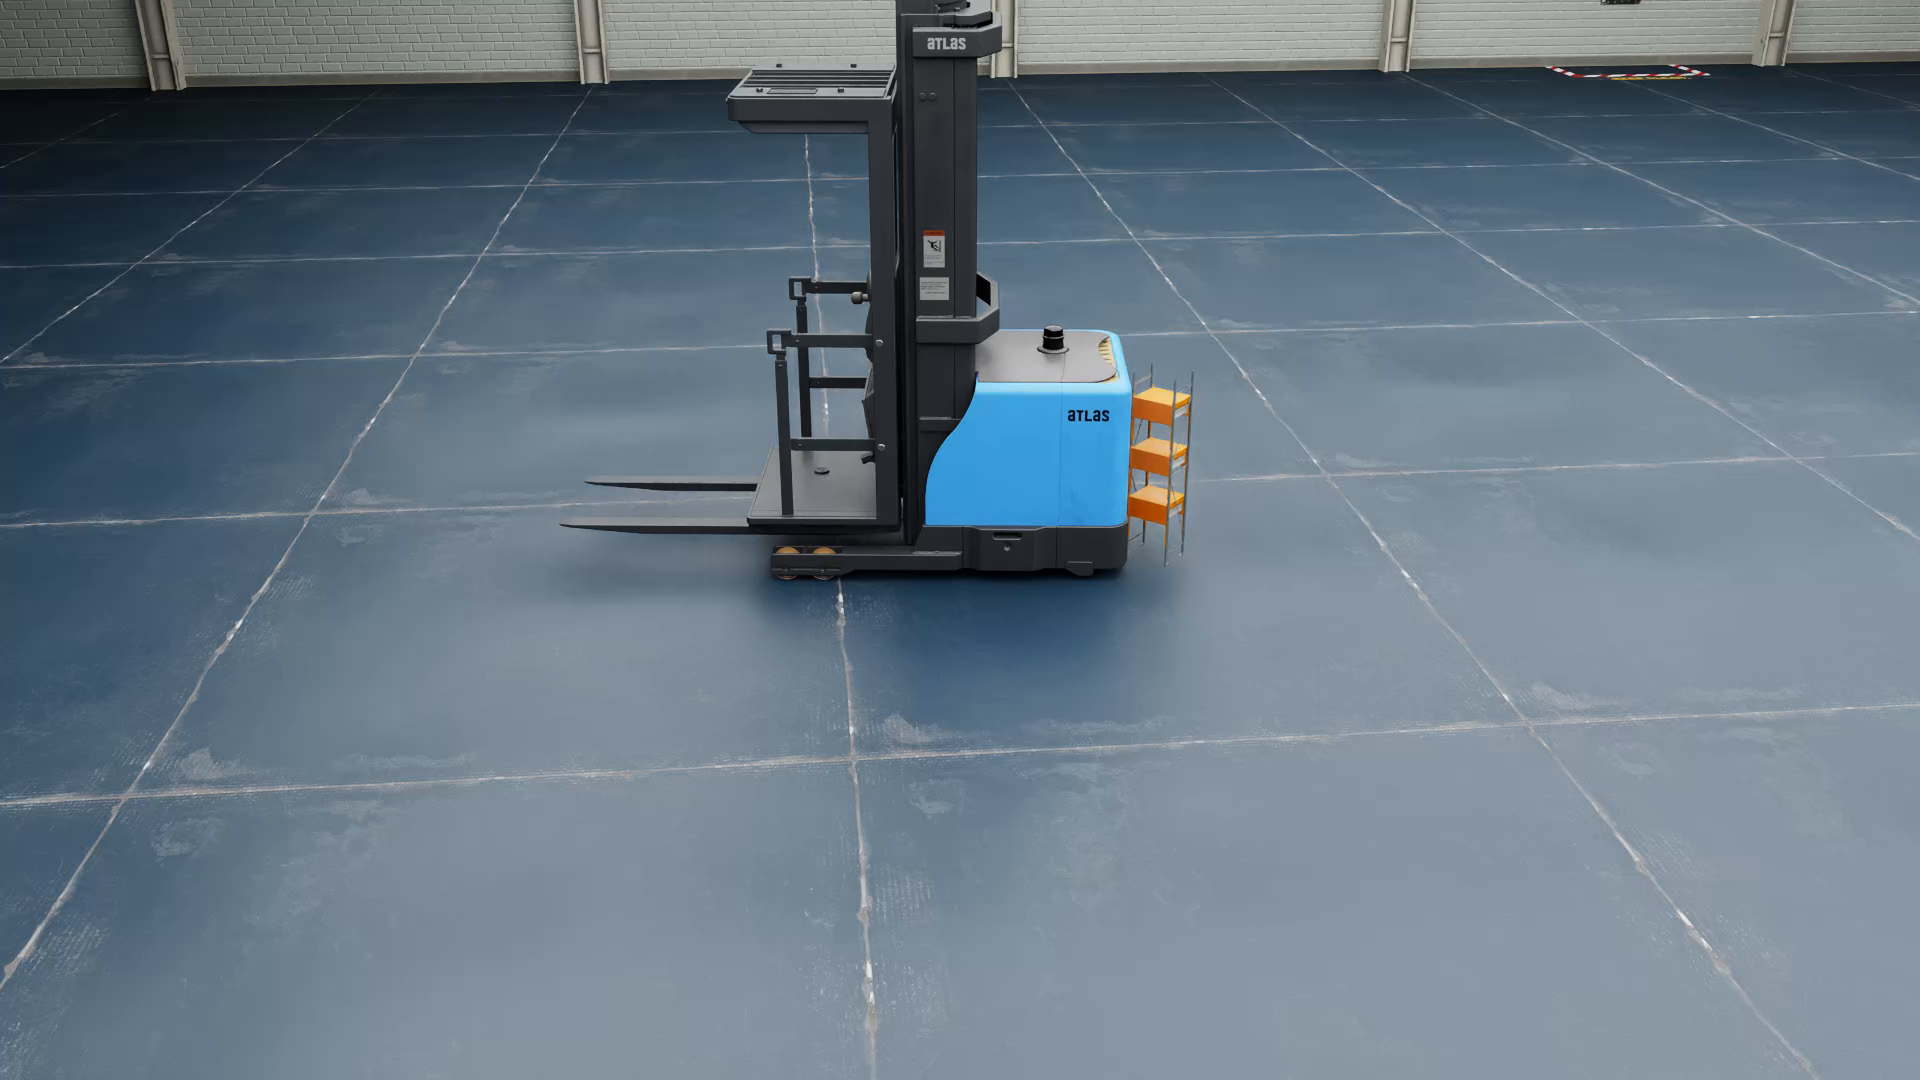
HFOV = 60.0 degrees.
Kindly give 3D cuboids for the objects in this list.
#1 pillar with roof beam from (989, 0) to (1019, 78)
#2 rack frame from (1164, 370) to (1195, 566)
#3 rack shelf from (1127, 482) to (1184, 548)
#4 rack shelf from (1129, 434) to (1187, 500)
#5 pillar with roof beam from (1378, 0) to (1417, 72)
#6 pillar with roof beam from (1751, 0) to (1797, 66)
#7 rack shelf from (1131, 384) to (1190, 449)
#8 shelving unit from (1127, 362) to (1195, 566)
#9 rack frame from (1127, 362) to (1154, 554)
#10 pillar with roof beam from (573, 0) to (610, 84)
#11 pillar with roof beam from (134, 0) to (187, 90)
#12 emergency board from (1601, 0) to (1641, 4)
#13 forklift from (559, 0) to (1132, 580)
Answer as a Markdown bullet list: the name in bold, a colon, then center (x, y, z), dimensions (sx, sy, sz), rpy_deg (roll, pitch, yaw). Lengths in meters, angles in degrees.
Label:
- **pillar with roof beam**: center (1.067, -9.304, 19.103), dimensions (0.400, 9.000, 9.100), rpy_deg (-2, 24, -5)
- **rack frame**: center (1.158, -0.372, 8.794), dimensions (0.008, 1.050, 0.200), rpy_deg (17, 29, 33)
- **rack shelf**: center (1.060, -0.138, 8.977), dimensions (0.240, 0.259, 0.215), rpy_deg (17, 29, 33)
- **rack shelf**: center (1.060, -0.392, 8.865), dimensions (0.240, 0.259, 0.215), rpy_deg (17, 29, 33)
- **pillar with roof beam**: center (7.038, -9.544, 19.642), dimensions (0.400, 9.000, 9.100), rpy_deg (-2, 24, -5)
- **pillar with roof beam**: center (13.009, -9.783, 20.181), dimensions (0.400, 9.000, 9.100), rpy_deg (-2, 24, -5)
- **rack shelf**: center (1.060, -0.651, 8.749), dimensions (0.240, 0.259, 0.215), rpy_deg (17, 29, 33)
- **shelving unit**: center (1.060, -0.401, 8.860), dimensions (0.252, 1.050, 0.215), rpy_deg (17, 29, 33)
- **rack frame**: center (0.962, -0.431, 8.927), dimensions (0.008, 1.050, 0.200), rpy_deg (17, 29, 33)
- **pillar with roof beam**: center (-4.904, -9.065, 18.565), dimensions (0.400, 9.000, 9.100), rpy_deg (-2, 24, -5)
- **pillar with roof beam**: center (-10.875, -8.825, 18.026), dimensions (0.400, 9.000, 9.100), rpy_deg (-2, 24, -5)
- **emergency board**: center (10.112, -8.706, 25.143), dimensions (0.626, 1.169, 0.157), rpy_deg (-2, 24, -5)
- **forklift**: center (-0.624, -1.344, 8.664), dimensions (3.031, 2.935, 1.130), rpy_deg (0, 24, 1)
